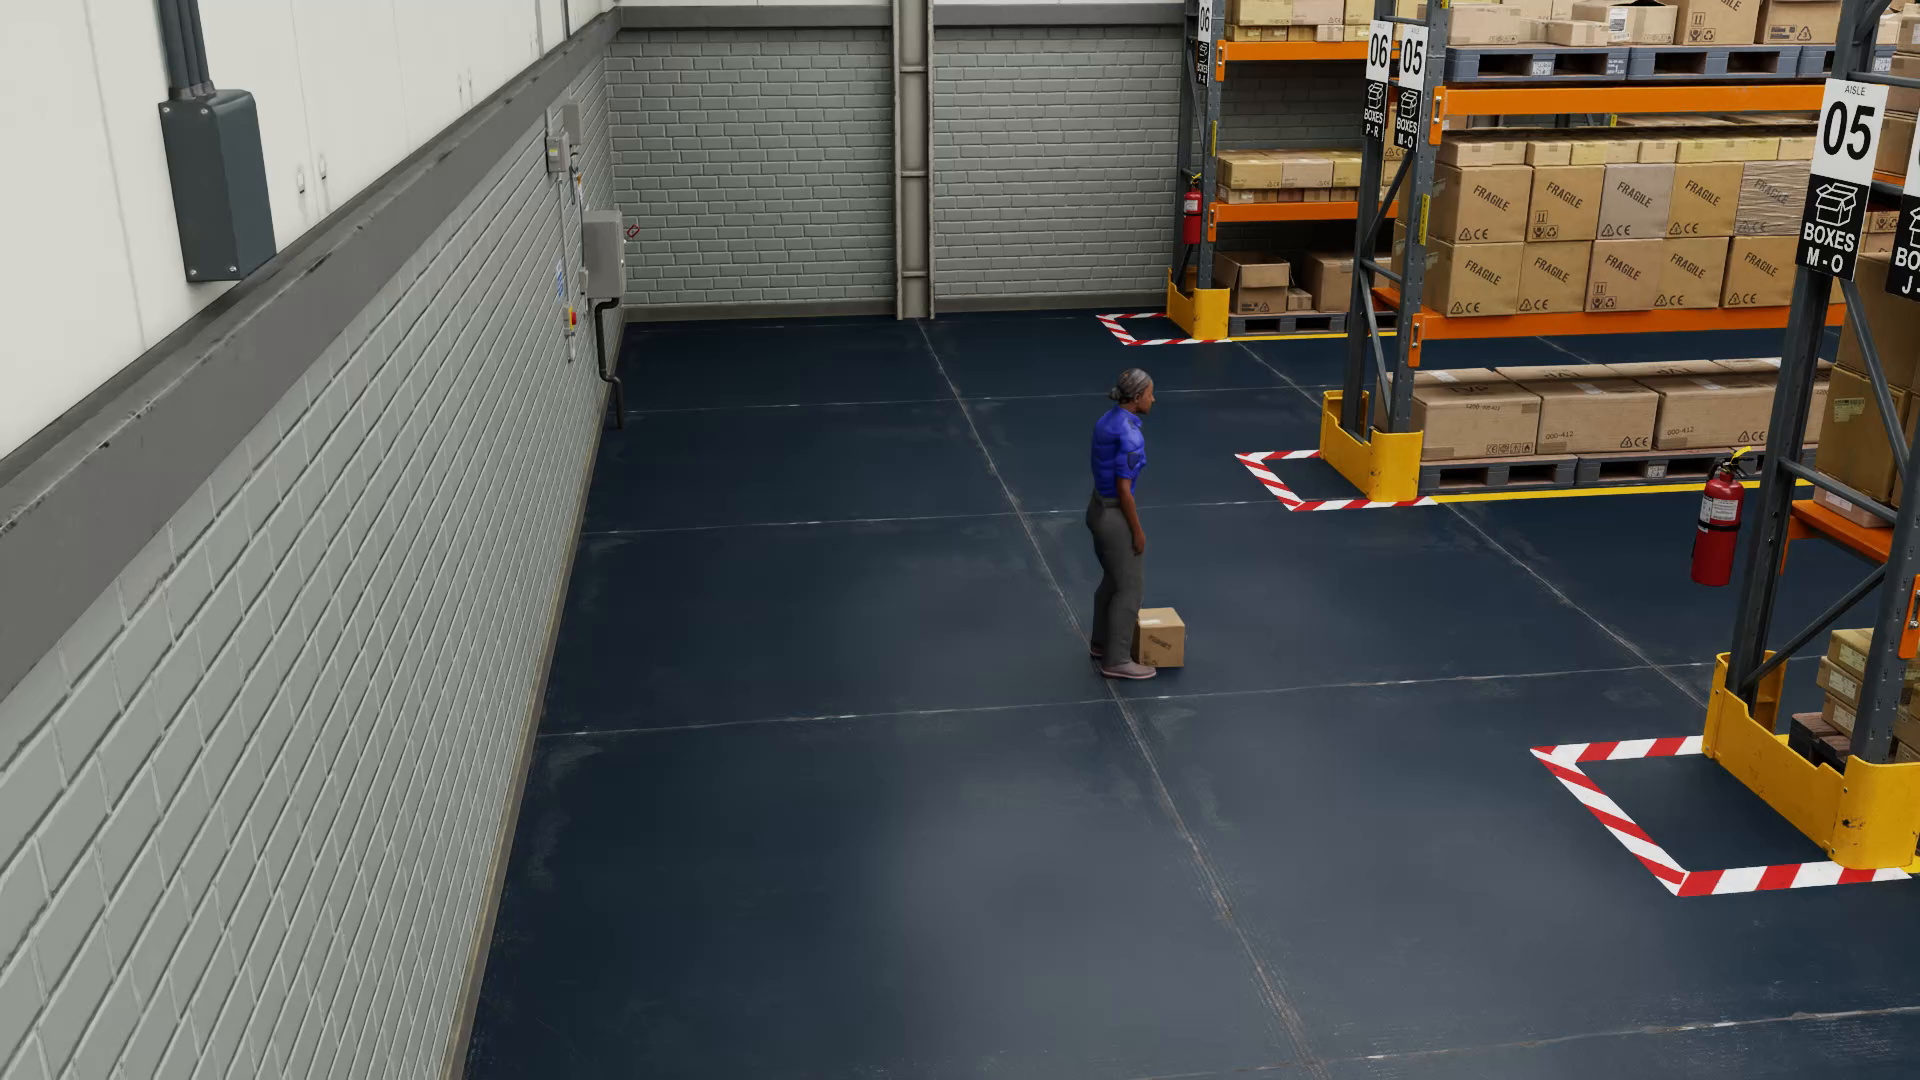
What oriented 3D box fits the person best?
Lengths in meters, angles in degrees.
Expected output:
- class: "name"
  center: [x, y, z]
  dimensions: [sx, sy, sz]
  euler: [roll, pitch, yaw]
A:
- class: "person"
  center: [0.857, -0.099, 8.851]
  dimensions: [0.348, 1.655, 0.505]
  euler: [-4, 20, -10]
